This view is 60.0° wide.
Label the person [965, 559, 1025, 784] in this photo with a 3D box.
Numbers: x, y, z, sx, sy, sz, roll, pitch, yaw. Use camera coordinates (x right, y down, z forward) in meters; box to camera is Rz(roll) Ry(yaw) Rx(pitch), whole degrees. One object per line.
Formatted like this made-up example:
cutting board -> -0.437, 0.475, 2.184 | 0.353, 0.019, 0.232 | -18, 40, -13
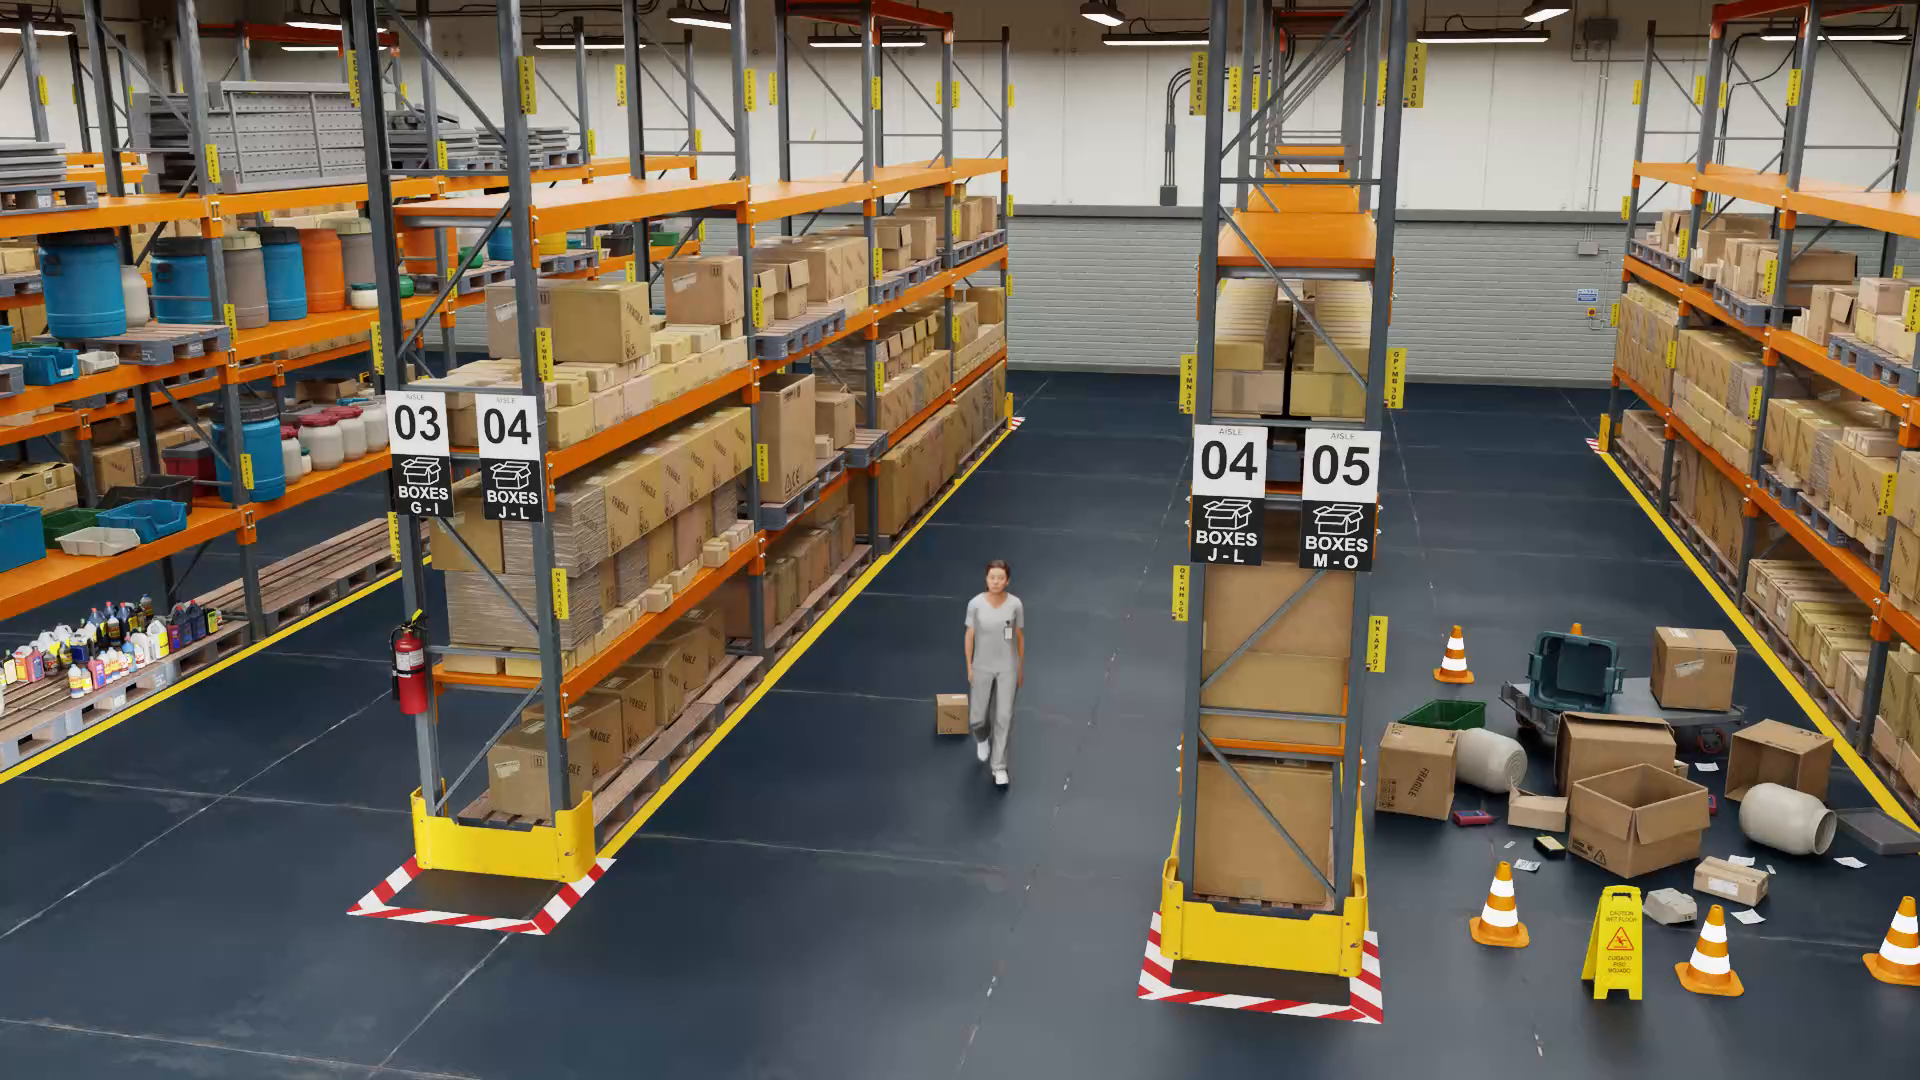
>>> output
person -> 0.257, 0.946, 12.339 | 0.444, 1.660, 0.589 | -1, 15, -2
